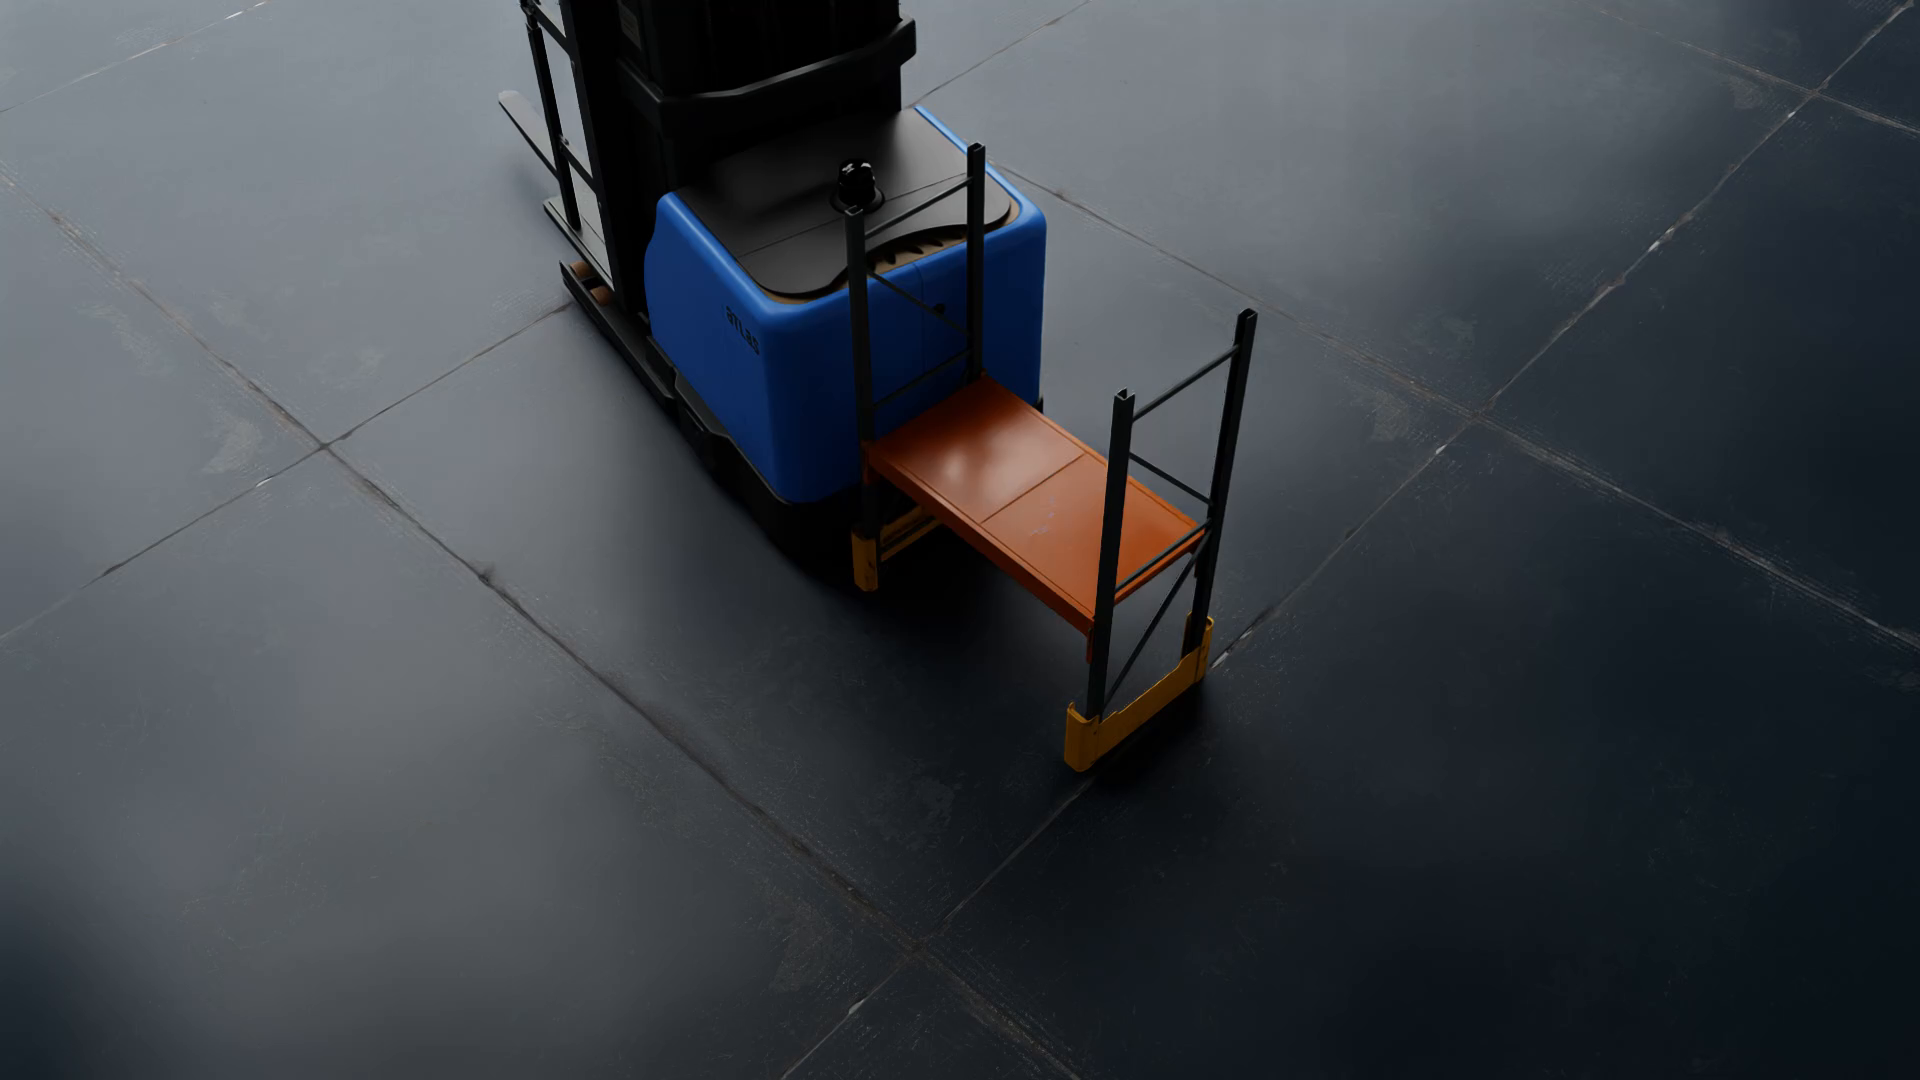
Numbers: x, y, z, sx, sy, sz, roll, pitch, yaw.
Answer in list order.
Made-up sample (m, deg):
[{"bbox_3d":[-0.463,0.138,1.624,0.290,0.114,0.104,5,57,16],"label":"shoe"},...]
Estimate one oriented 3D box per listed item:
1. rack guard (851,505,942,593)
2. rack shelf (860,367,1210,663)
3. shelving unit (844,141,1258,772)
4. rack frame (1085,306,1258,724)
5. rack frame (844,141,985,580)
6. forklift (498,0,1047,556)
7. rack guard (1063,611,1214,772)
[{"bbox_3d":[-0.121,-0.070,5.644,0.587,0.250,0.087,-34,55,-28],"label":"rack guard"},{"bbox_3d":[0.223,-0.103,5.064,0.538,0.185,1.000,-34,55,-28],"label":"rack shelf"},{"bbox_3d":[0.216,-0.231,4.938,0.587,1.500,1.083,-34,55,-28],"label":"shelving unit"},{"bbox_3d":[0.567,0.047,4.677,0.500,1.500,0.032,-34,55,-28],"label":"rack frame"},{"bbox_3d":[-0.122,-0.498,5.189,0.500,1.500,0.032,-34,55,-28],"label":"rack frame"},{"bbox_3d":[-0.925,-2.005,5.622,1.130,2.935,3.031,-25,52,-22],"label":"forklift"},{"bbox_3d":[0.554,0.464,5.143,0.587,0.250,0.087,-34,55,-28],"label":"rack guard"}]
